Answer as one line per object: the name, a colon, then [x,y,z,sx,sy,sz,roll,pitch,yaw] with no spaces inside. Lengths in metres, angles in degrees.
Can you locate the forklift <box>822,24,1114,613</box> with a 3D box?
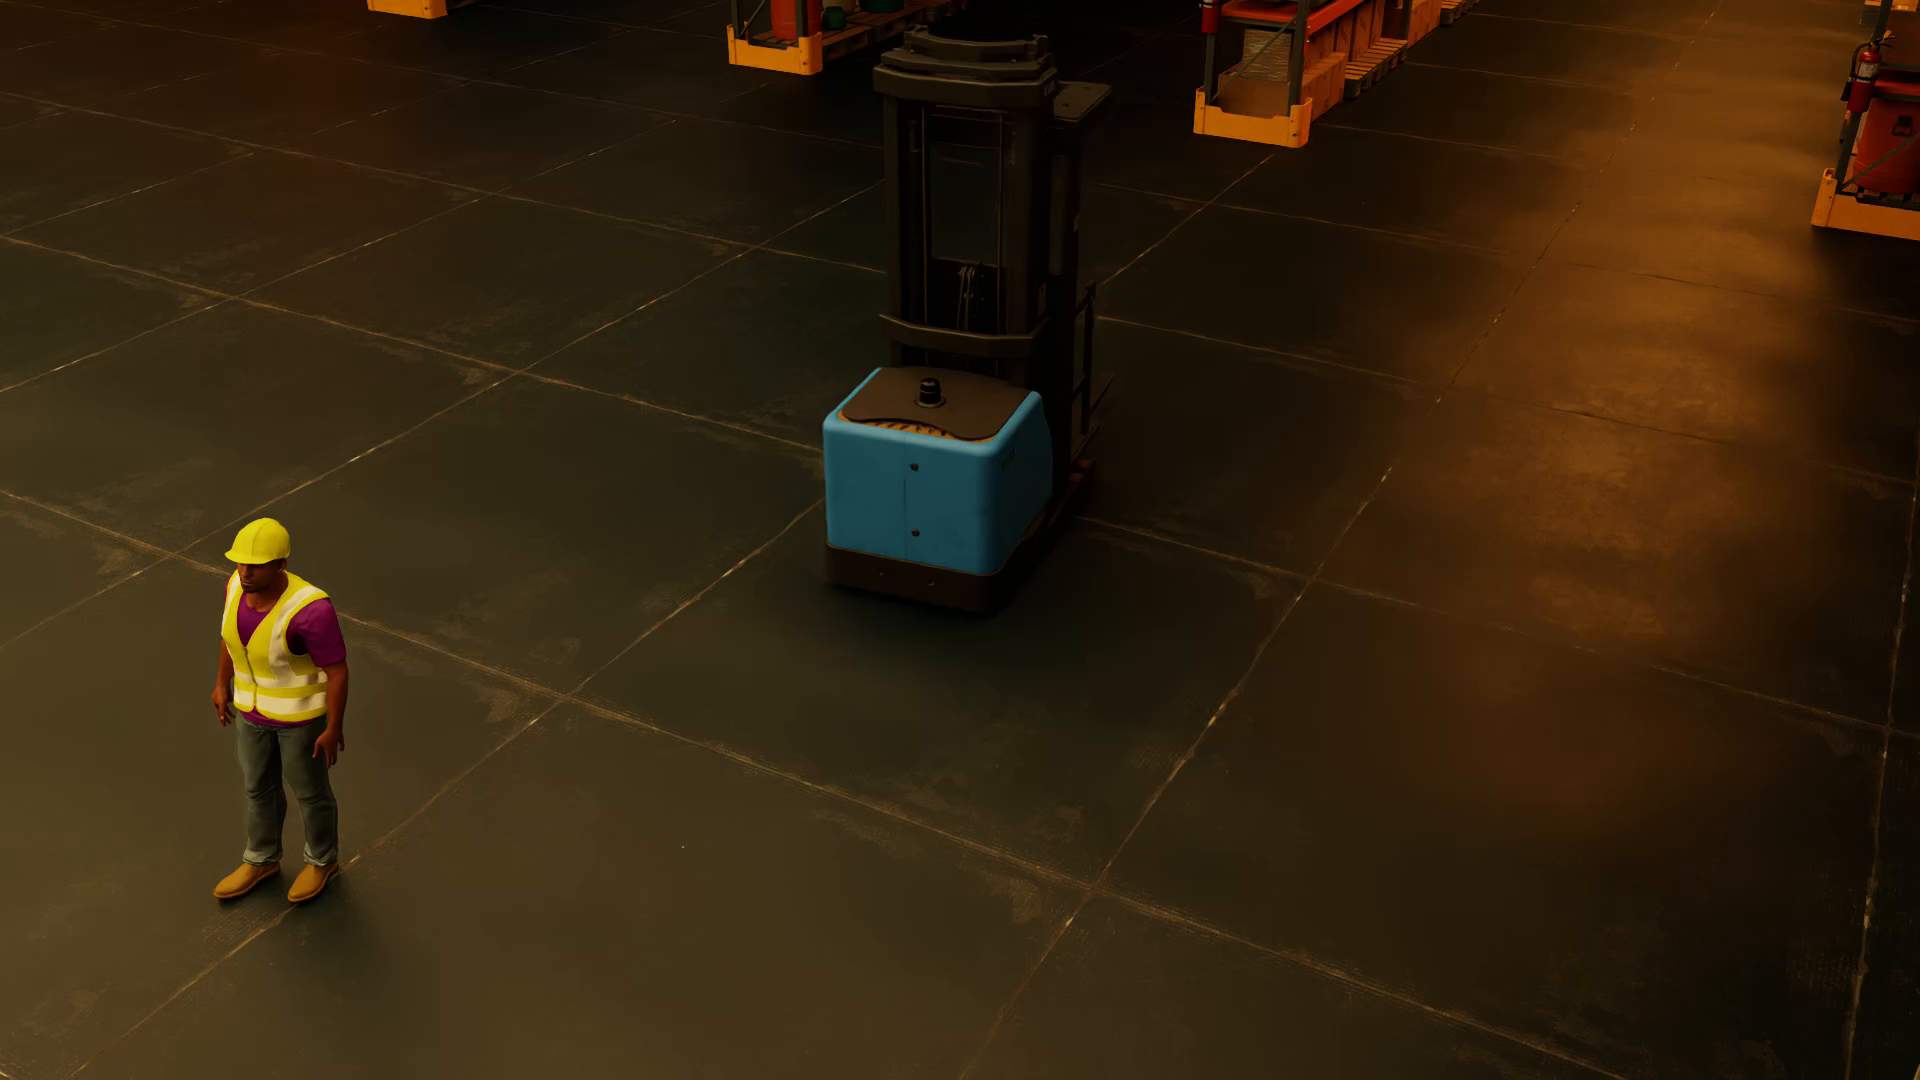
forklift: [0.226,-1.591,9.828,1.130,2.935,3.031,11,32,18]

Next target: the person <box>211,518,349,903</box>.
person: [-2.878,0.739,6.941,0.665,1.765,0.577,13,32,21]
